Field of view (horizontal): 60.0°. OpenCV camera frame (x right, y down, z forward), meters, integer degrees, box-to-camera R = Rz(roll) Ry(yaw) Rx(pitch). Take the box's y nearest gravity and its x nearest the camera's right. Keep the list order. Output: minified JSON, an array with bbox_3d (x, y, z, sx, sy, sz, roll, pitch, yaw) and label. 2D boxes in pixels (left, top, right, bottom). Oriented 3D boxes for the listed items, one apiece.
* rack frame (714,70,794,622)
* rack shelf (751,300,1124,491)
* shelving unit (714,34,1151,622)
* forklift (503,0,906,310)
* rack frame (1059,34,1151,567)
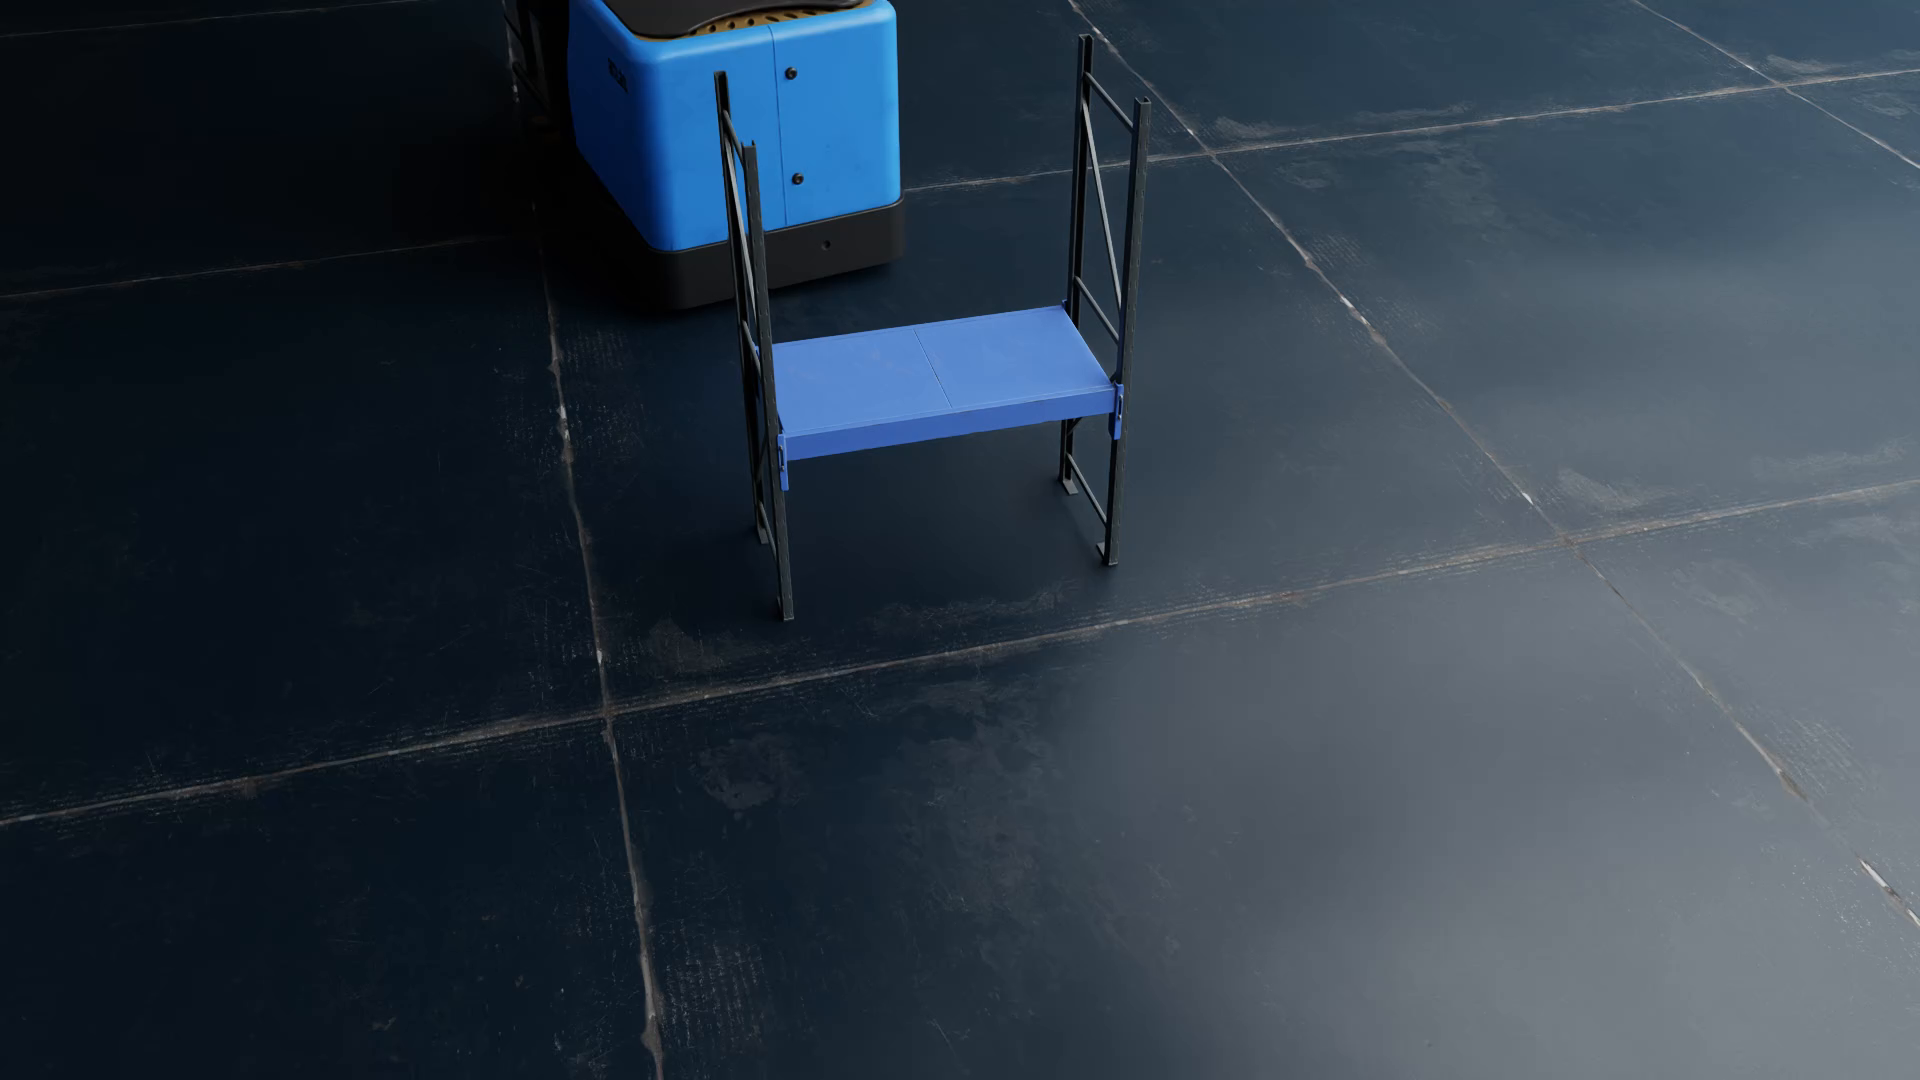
[{"bbox_3d":[-0.573,-0.502,4.671,0.032,1.500,0.500,-9,38,-12],"label":"rack frame"},{"bbox_3d":[-0.082,-0.439,4.886,1.000,0.185,0.538,-9,38,-12],"label":"rack shelf"},{"bbox_3d":[-0.082,-0.582,4.777,1.048,1.500,0.538,-9,38,-12],"label":"shelving unit"},{"bbox_3d":[-1.321,-2.916,6.650,1.130,2.935,3.031,-17,40,-21],"label":"forklift"},{"bbox_3d":[0.408,-0.663,4.882,0.032,1.500,0.500,-9,38,-12],"label":"rack frame"}]
